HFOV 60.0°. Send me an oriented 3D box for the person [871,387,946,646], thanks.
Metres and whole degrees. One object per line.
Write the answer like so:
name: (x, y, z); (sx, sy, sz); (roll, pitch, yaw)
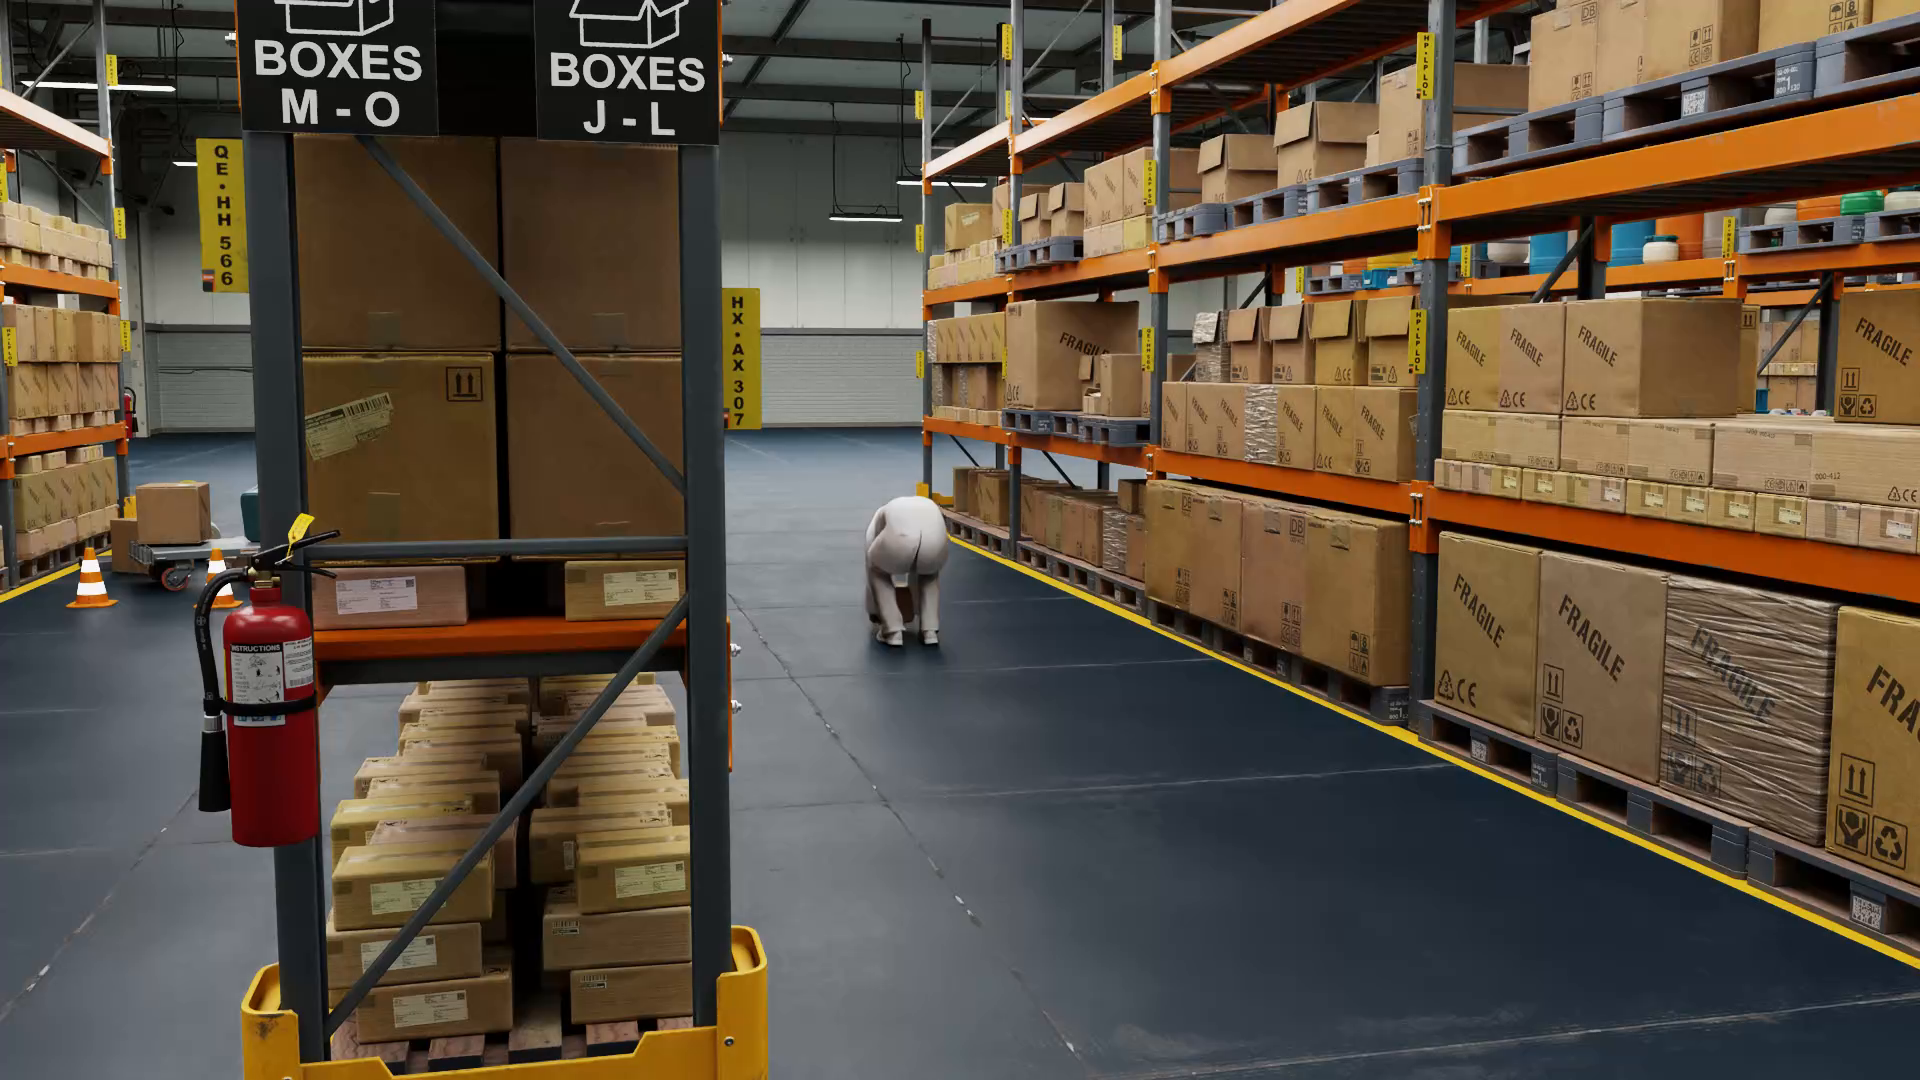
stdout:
person: (-0.377, -0.173, 11.549); (0.526, 1.777, 0.551); (-1, 6, -13)
